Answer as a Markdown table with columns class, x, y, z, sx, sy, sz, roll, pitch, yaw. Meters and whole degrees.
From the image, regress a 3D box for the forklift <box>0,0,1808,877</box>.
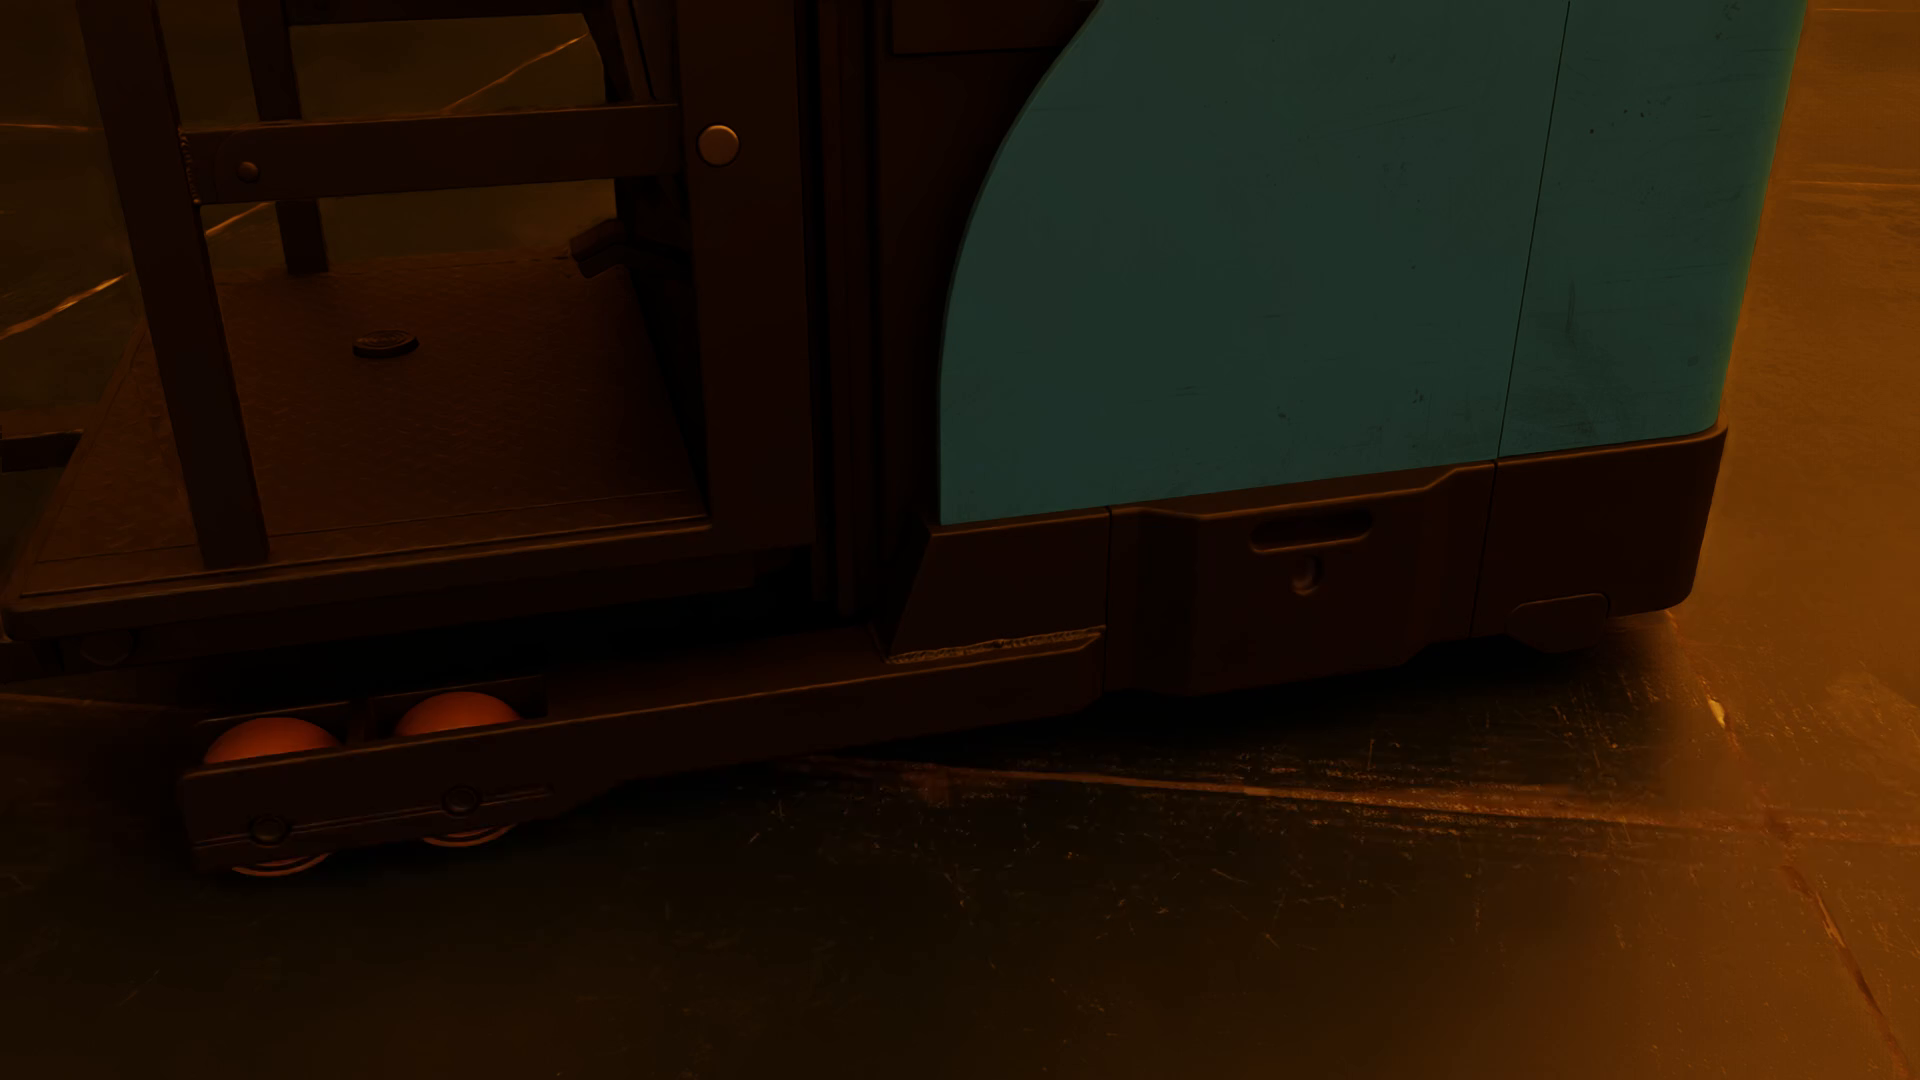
| class | x | y | z | sx | sy | sz | roll | pitch | yaw |
| --- | --- | --- | --- | --- | --- | --- | --- | --- | --- |
| forklift | -0.595 | -1.214 | 1.650 | 3.031 | 2.935 | 1.130 | -7 | 27 | -14 |
